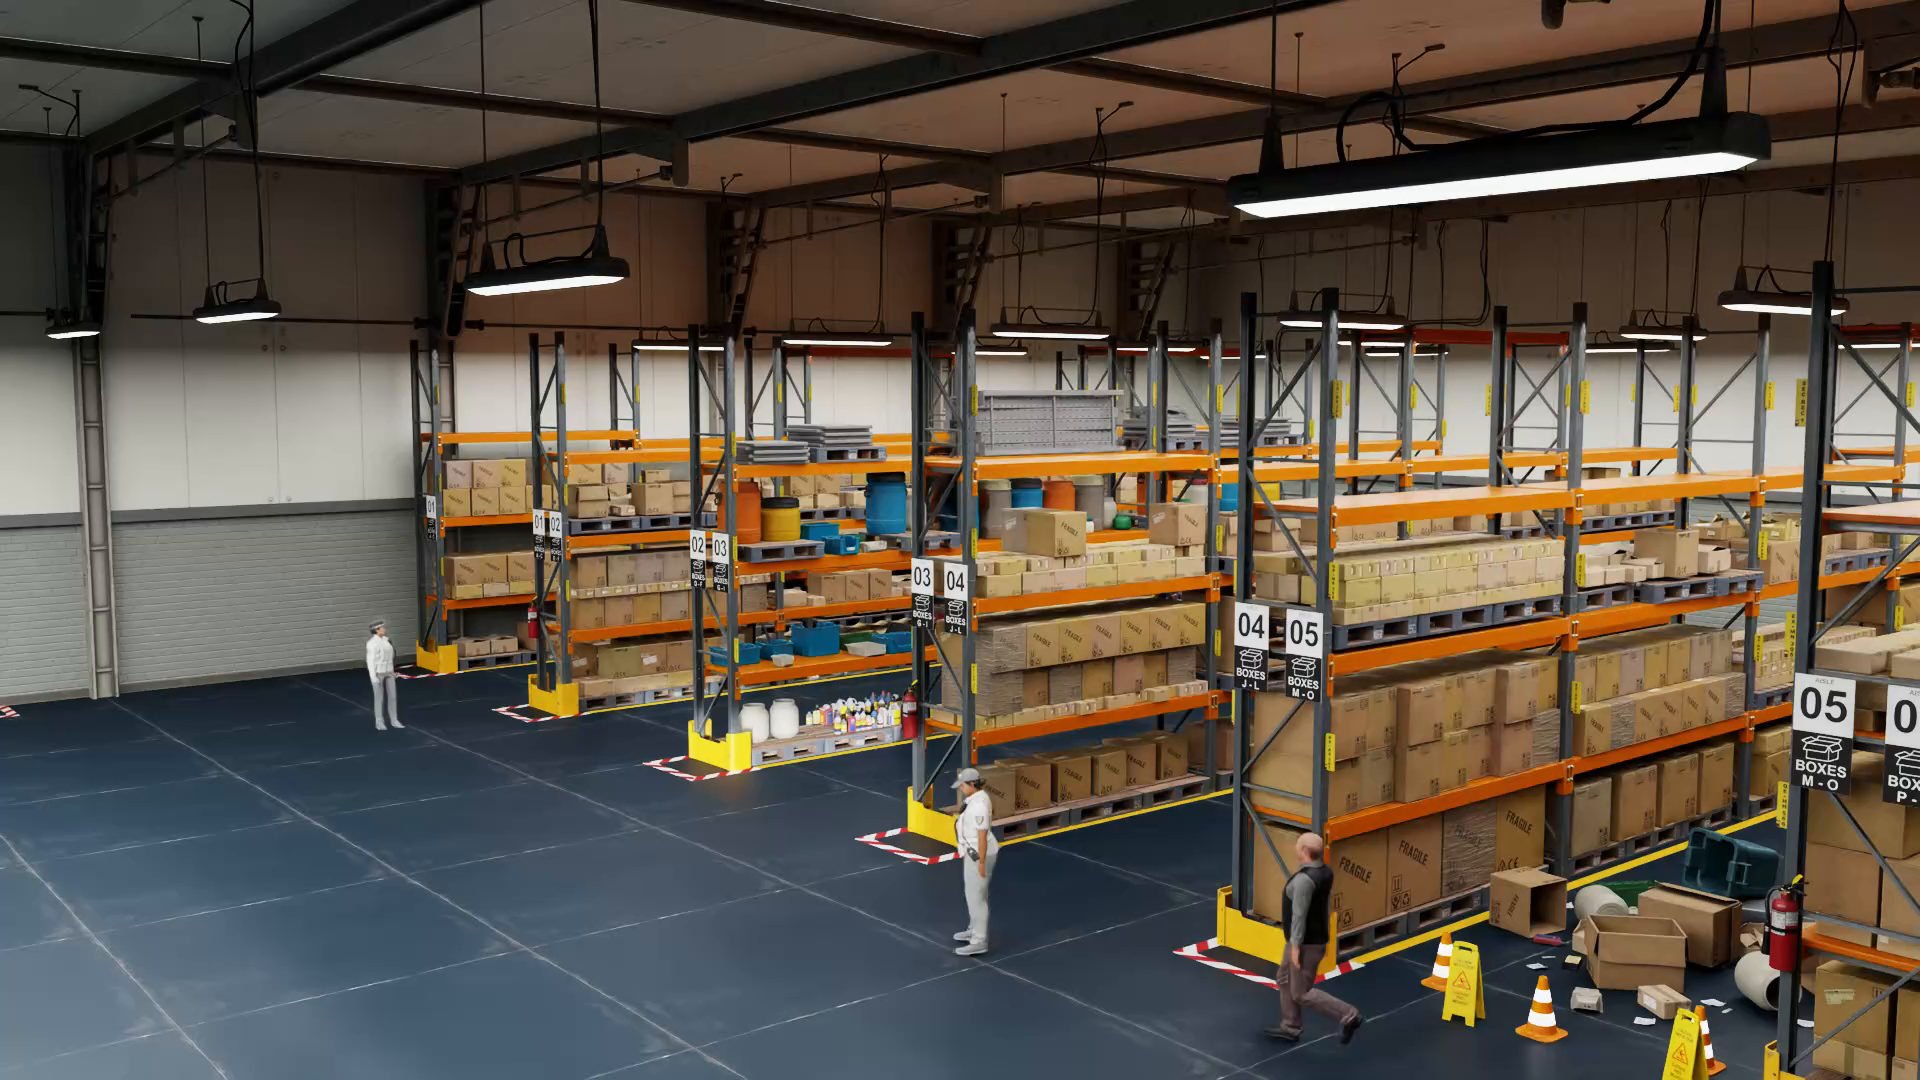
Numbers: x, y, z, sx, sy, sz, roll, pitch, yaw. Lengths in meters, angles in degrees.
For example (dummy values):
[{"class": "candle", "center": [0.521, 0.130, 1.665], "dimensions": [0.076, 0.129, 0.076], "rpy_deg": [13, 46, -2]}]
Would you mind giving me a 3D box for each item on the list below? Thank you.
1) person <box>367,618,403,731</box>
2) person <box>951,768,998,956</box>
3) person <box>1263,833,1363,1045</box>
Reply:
[{"class": "person", "center": [-8.710, 2.017, 25.074], "dimensions": [0.380, 1.692, 0.521], "rpy_deg": [4, 7, 37]}, {"class": "person", "center": [0.131, 2.927, 15.295], "dimensions": [0.436, 1.658, 0.568], "rpy_deg": [0, 5, 2]}, {"class": "person", "center": [2.749, 3.122, 12.920], "dimensions": [0.762, 1.698, 0.526], "rpy_deg": [1, 5, 11]}]
